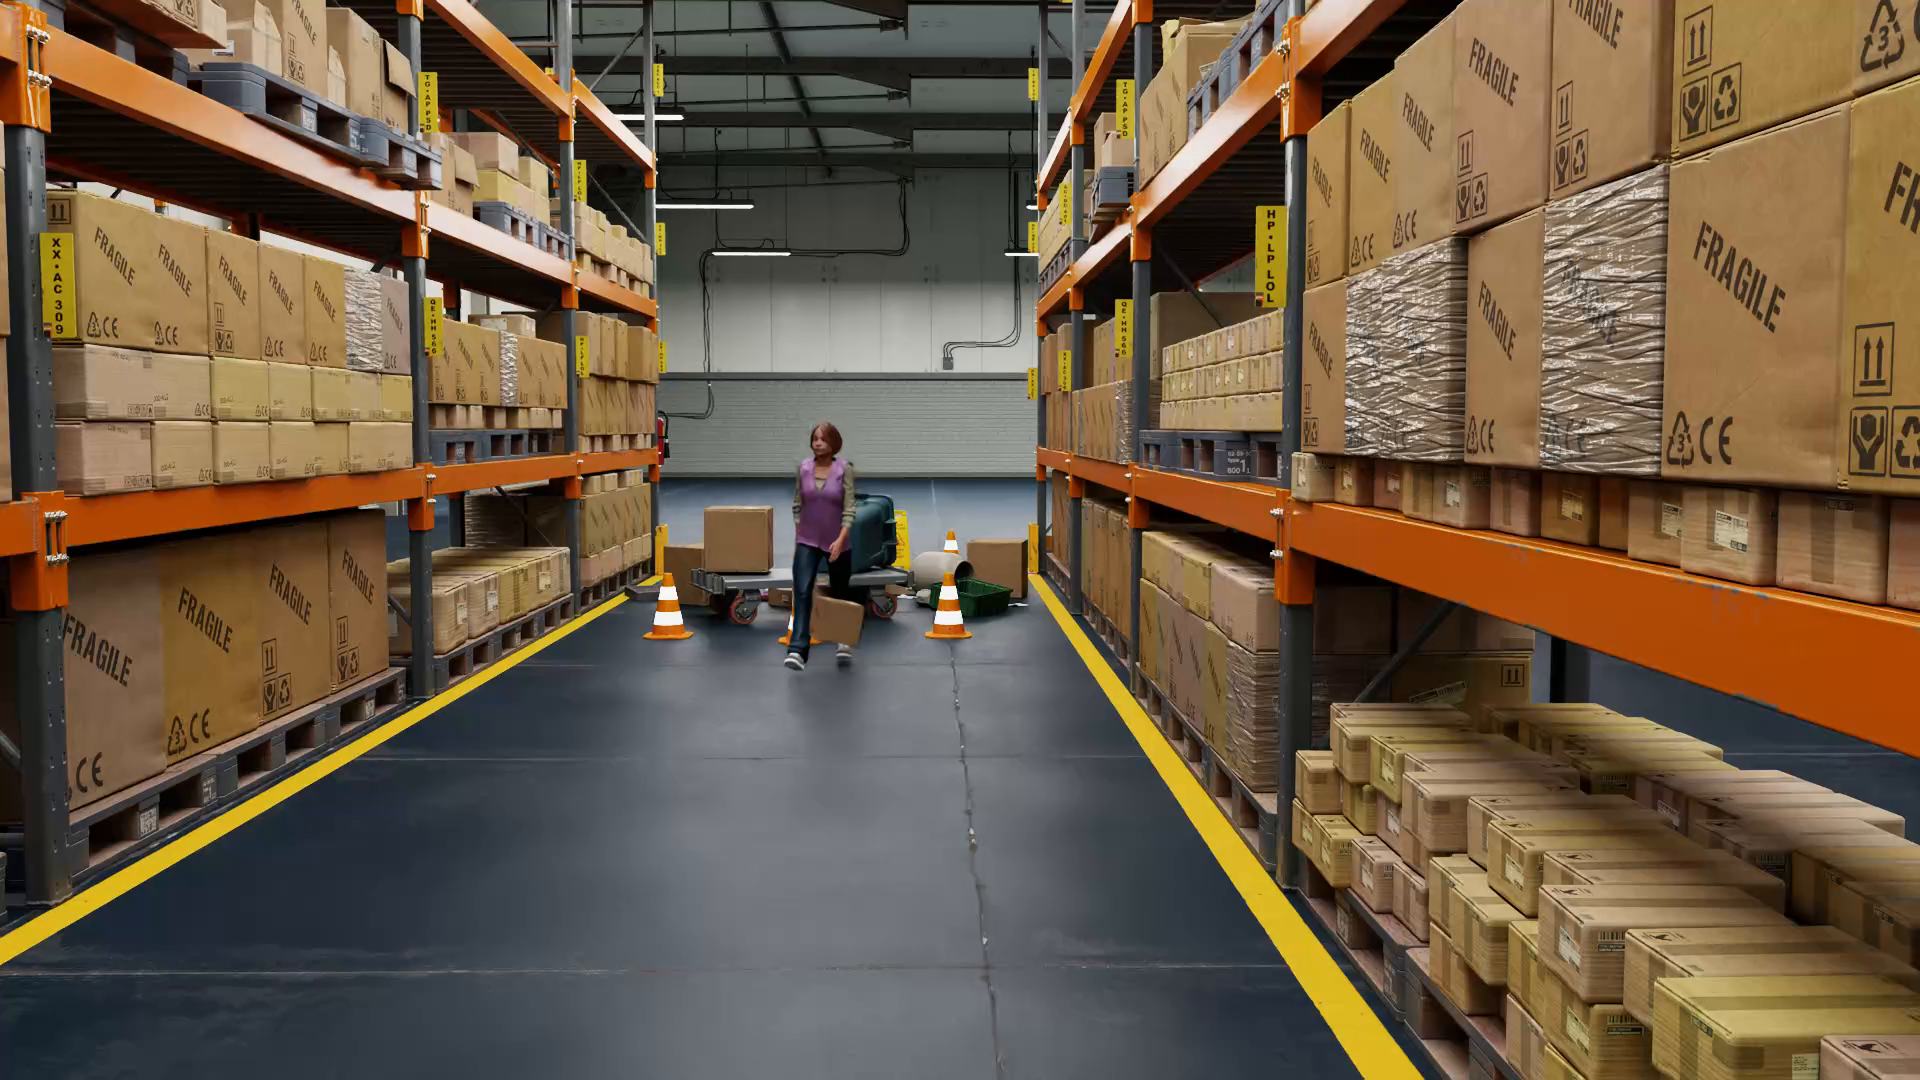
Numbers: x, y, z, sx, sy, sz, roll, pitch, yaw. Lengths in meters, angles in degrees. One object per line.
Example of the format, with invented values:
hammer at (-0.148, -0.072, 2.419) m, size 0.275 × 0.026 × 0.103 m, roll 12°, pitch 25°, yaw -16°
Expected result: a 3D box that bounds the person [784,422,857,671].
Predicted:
person at (-0.846, 0.028, 10.406) m, size 0.432 × 1.533 × 0.954 m, roll 0°, pitch 4°, yaw 5°
